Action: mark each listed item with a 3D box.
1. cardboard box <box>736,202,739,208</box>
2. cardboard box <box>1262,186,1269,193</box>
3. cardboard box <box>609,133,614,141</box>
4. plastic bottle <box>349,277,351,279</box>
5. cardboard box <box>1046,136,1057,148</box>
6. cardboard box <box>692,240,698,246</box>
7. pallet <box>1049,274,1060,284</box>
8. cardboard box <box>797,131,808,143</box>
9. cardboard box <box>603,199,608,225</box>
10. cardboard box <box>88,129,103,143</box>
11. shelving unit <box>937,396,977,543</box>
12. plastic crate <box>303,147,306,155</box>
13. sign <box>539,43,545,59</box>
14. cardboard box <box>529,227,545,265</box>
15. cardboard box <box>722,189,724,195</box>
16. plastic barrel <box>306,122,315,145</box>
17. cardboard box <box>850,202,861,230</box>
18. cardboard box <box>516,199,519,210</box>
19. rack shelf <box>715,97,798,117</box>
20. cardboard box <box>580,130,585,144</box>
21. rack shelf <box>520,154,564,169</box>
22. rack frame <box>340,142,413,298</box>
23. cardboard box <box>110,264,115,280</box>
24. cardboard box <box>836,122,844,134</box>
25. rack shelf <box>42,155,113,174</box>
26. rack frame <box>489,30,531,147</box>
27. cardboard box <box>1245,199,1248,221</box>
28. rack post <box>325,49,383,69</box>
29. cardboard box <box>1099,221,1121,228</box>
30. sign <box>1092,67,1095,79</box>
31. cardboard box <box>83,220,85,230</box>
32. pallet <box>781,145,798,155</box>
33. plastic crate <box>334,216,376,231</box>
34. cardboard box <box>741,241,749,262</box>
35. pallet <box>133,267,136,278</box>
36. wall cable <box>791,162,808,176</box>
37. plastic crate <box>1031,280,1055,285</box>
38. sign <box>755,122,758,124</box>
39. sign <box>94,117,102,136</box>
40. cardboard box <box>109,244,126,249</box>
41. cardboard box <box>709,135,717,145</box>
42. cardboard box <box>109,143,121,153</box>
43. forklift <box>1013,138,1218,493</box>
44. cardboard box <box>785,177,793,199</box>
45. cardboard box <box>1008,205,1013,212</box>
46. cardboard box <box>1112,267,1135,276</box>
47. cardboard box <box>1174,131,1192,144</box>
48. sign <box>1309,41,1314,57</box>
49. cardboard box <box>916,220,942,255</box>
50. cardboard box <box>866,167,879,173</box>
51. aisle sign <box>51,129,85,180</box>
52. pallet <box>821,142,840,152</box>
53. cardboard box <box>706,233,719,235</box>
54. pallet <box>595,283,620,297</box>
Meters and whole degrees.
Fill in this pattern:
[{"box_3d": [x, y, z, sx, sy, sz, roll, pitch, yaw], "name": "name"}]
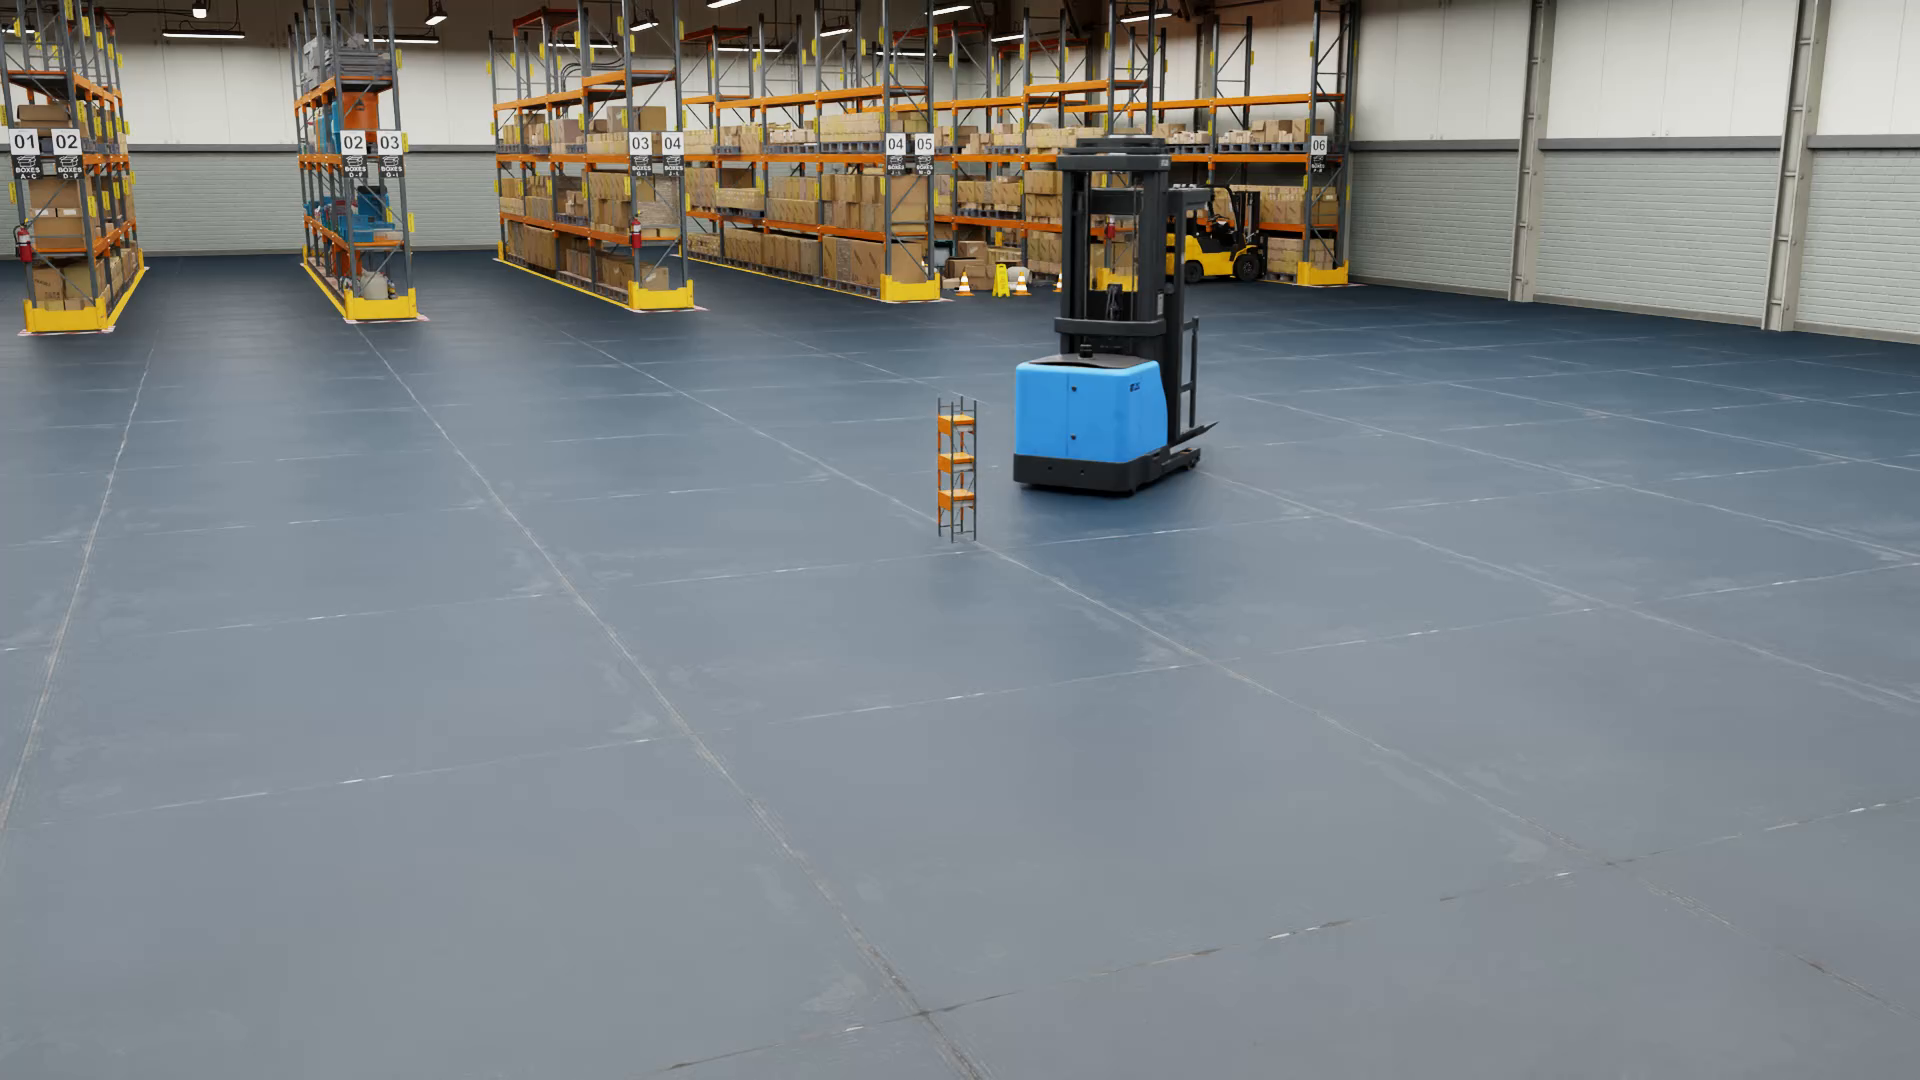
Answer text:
[{"box_3d": [-5.326, -8.305, 41.226, 0.380, 0.149, 0.250, -5, 14, -21], "name": "cardboard box"}, {"box_3d": [7.109, -7.980, 37.877, 0.380, 0.149, 0.250, -5, 14, -22], "name": "cardboard box"}, {"box_3d": [-6.490, -7.698, 31.774, 0.380, 0.149, 0.250, -6, 15, -26], "name": "cardboard box"}, {"box_3d": [-11.741, -4.927, 32.053, 0.061, 0.283, 0.133, -6, 14, -23], "name": "plastic bottle"}, {"box_3d": [2.229, -8.745, 36.524, 0.500, 0.250, 0.500, -5, 14, -22], "name": "cardboard box"}, {"box_3d": [-7.187, -8.212, 45.929, 0.380, 0.149, 0.250, -5, 14, -21], "name": "cardboard box"}, {"box_3d": [2.693, -5.792, 36.926, 1.003, 0.211, 1.213, -6, 14, -23], "name": "pallet"}, {"box_3d": [-3.292, -8.947, 36.902, 0.500, 0.250, 0.500, -6, 14, -23], "name": "cardboard box"}, {"box_3d": [-6.597, -6.538, 33.083, 0.875, 0.500, 0.500, -6, 14, -23], "name": "cardboard box"}, {"box_3d": [-18.067, -8.173, 34.155, 0.910, 0.500, 0.500, -6, 14, -23], "name": "cardboard box"}, {"box_3d": [-0.021, -0.523, 12.299, 0.215, 1.050, 0.252, -6, 14, -23], "name": "shelving unit"}, {"box_3d": [-15.370, -9.267, 39.575, 0.450, 0.188, 0.662, -6, 14, -23], "name": "plastic crate"}, {"box_3d": [-9.290, -10.874, 36.972, 0.100, 0.325, 0.005, -6, 14, -23], "name": "sign"}, {"box_3d": [-9.752, -7.150, 40.393, 1.225, 0.875, 0.875, -6, 14, -25], "name": "cardboard box"}, {"box_3d": [-5.846, -8.862, 42.314, 0.380, 0.149, 0.250, -5, 14, -22], "name": "cardboard box"}, {"box_3d": [-14.942, -9.449, 38.660, 0.433, 0.535, 0.433, 0, 13, 0], "name": "plastic barrel"}, {"box_3d": [-1.783, -6.734, 34.480, 0.875, 0.550, 0.500, -6, 14, -23], "name": "cardboard box"}, {"box_3d": [-11.012, -8.542, 42.298, 0.500, 0.250, 0.500, -5, 14, -21], "name": "cardboard box"}, {"box_3d": [-4.999, -10.687, 41.072, 1.077, 0.370, 4.000, -6, 14, -23], "name": "rack shelf"}, {"box_3d": [-7.657, -8.660, 35.322, 0.797, 0.503, 0.637, -5, 14, -21], "name": "cardboard box"}, {"box_3d": [-9.584, -8.994, 39.519, 1.077, 0.370, 4.000, -6, 14, -23], "name": "rack shelf"}, {"box_3d": [-10.117, -5.369, 28.917, 1.000, 3.000, 0.127, -6, 14, -23], "name": "rack frame"}, {"box_3d": [-16.392, -5.099, 31.672, 0.500, 0.311, 0.500, -6, 14, -24], "name": "cardboard box"}, {"box_3d": [-2.250, -8.522, 34.407, 0.500, 0.250, 0.500, -6, 14, -24], "name": "cardboard box"}, {"box_3d": [-17.060, -7.273, 32.086, 1.077, 0.370, 4.000, -6, 14, -23], "name": "rack shelf"}, {"box_3d": [-11.988, -12.045, 44.456, 1.000, 3.000, 0.127, -6, 14, -23], "name": "rack frame"}, {"box_3d": [6.812, -7.710, 38.809, 0.500, 0.500, 0.500, -6, 14, -24], "name": "cardboard box"}, {"box_3d": [-10.921, -8.653, 29.966, 0.937, 0.300, 0.954, -6, 14, -24], "name": "rack post"}, {"box_3d": [3.156, -6.647, 34.996, 0.380, 0.149, 0.250, -5, 14, -21], "name": "cardboard box"}, {"box_3d": [3.748, -13.146, 46.792, 0.100, 0.325, 0.005, -6, 14, -23], "name": "sign"}, {"box_3d": [-15.047, -5.177, 27.864, 0.700, 0.500, 0.500, -5, 14, -22], "name": "cardboard box"}, {"box_3d": [-3.441, -8.907, 37.968, 1.003, 0.211, 1.213, -5, 14, -20], "name": "pallet"}, {"box_3d": [-11.626, -6.046, 31.978, 0.767, 0.338, 0.504, -6, 14, -23], "name": "plastic crate"}, {"box_3d": [-5.132, -7.211, 41.487, 0.500, 0.500, 0.500, -6, 14, -25], "name": "cardboard box"}, {"box_3d": [-19.738, -6.185, 38.627, 1.003, 0.211, 1.213, -6, 14, -23], "name": "pallet"}, {"box_3d": [-5.188, -11.691, 53.906, 0.585, 1.953, 0.123, -6, 14, -23], "name": "wall cable"}, {"box_3d": [1.777, -5.717, 36.896, 0.402, 0.080, 0.583, -12, 18, -42], "name": "plastic crate"}, {"box_3d": [-5.293, -10.679, 43.186, 0.100, 0.325, 0.005, -6, 14, -23], "name": "sign"}, {"box_3d": [-15.751, -7.551, 30.370, 0.100, 0.325, 0.005, -6, 14, -23], "name": "sign"}, {"box_3d": [-20.221, -6.788, 39.606, 0.797, 0.503, 0.637, -6, 14, -23], "name": "cardboard box"}, {"box_3d": [-6.218, -10.427, 43.342, 0.500, 0.250, 0.500, -6, 14, -26], "name": "cardboard box"}, {"box_3d": [-19.432, -8.913, 37.908, 0.500, 0.250, 0.500, -6, 14, -23], "name": "cardboard box"}, {"box_3d": [1.567, -2.110, 14.985, 1.130, 2.935, 3.031, 6, 15, 26], "name": "forklift"}, {"box_3d": [-3.616, -8.129, 38.400, 0.700, 0.500, 0.500, -6, 14, -24], "name": "cardboard box"}, {"box_3d": [1.351, -7.758, 38.863, 0.380, 0.149, 0.250, -6, 14, -25], "name": "cardboard box"}, {"box_3d": [3.432, -5.768, 35.808, 0.500, 0.250, 0.500, -6, 14, -23], "name": "cardboard box"}, {"box_3d": [5.625, -9.945, 41.078, 0.500, 0.311, 0.500, -6, 14, -25], "name": "cardboard box"}, {"box_3d": [7.545, -10.531, 35.668, 0.100, 0.325, 0.005, -6, 14, -23], "name": "sign"}, {"box_3d": [-0.615, -8.054, 44.296, 0.875, 0.875, 0.875, -5, 14, -21], "name": "cardboard box"}, {"box_3d": [-2.436, -10.447, 46.977, 0.380, 0.149, 0.250, -6, 14, -24], "name": "cardboard box"}, {"box_3d": [-14.350, -6.203, 26.755, 0.394, 0.787, 0.004, -6, 14, -23], "name": "aisle sign"}, {"box_3d": [-2.277, -8.318, 35.203, 1.003, 0.211, 1.213, -6, 14, -23], "name": "pallet"}, {"box_3d": [-6.910, -8.511, 46.565, 0.380, 0.149, 0.250, -5, 14, -22], "name": "cardboard box"}, {"box_3d": [-6.879, -5.149, 34.149, 1.003, 0.211, 1.213, -6, 14, -23], "name": "pallet"}]
